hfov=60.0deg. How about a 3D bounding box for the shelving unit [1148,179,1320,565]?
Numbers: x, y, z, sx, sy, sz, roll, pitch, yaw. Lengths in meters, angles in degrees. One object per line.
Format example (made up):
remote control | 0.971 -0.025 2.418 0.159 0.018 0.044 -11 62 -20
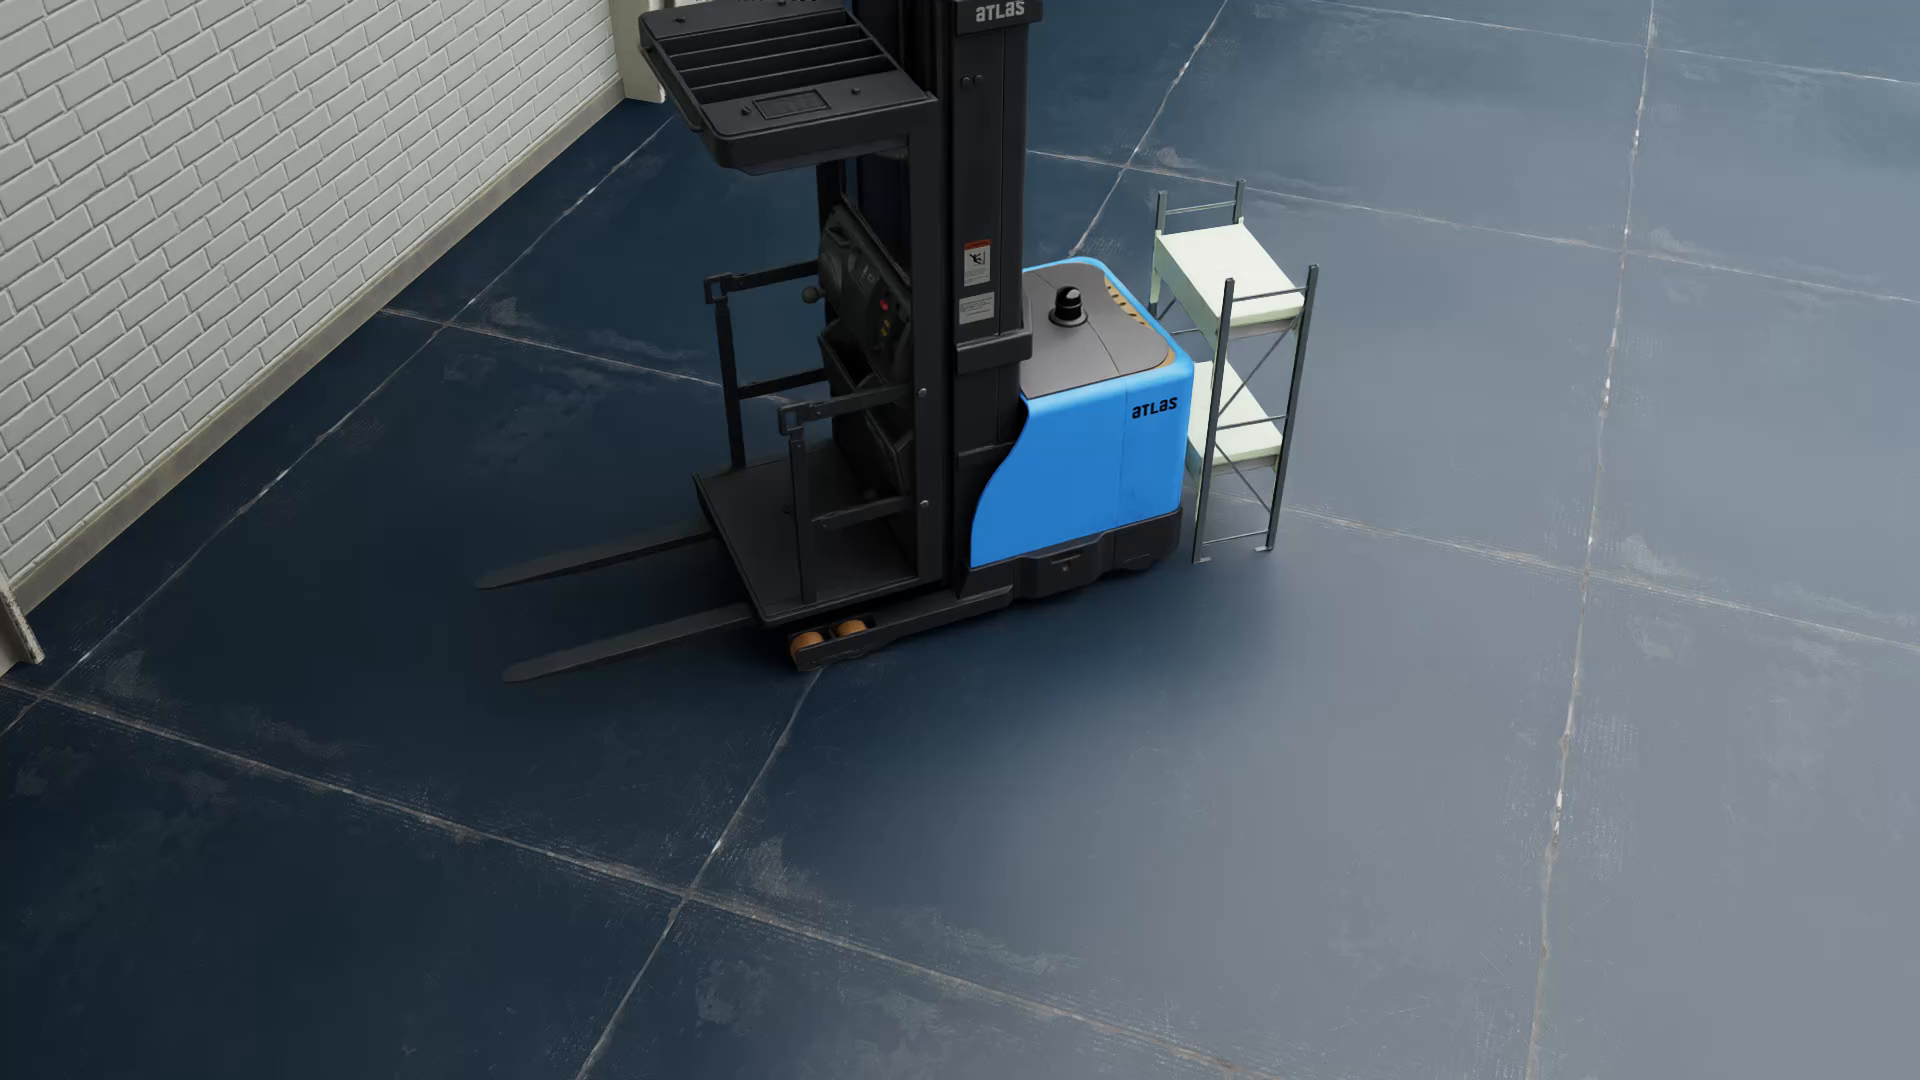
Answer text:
shelving unit | 1.149 -0.729 7.402 0.431 1.500 0.755 -11 42 -12

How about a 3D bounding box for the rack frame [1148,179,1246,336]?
rack frame | 1.047 -0.957 7.670 0.400 1.500 0.023 -11 42 -12

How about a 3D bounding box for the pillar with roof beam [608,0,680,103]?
pillar with roof beam | 1.970 -5.544 7.268 9.100 9.000 0.400 13 42 15

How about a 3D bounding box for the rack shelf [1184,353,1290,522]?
rack shelf | 1.149 -0.481 7.614 0.431 0.370 0.720 -11 42 -12

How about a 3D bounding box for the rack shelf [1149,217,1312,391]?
rack shelf | 1.149 -1.026 7.149 0.431 0.370 0.720 -11 42 -12

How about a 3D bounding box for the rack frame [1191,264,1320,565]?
rack frame | 1.250 -0.500 7.135 0.400 1.500 0.023 -11 42 -12

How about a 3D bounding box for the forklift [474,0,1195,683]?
forklift | -0.568 -0.952 6.561 3.031 2.935 1.130 -15 43 -17
